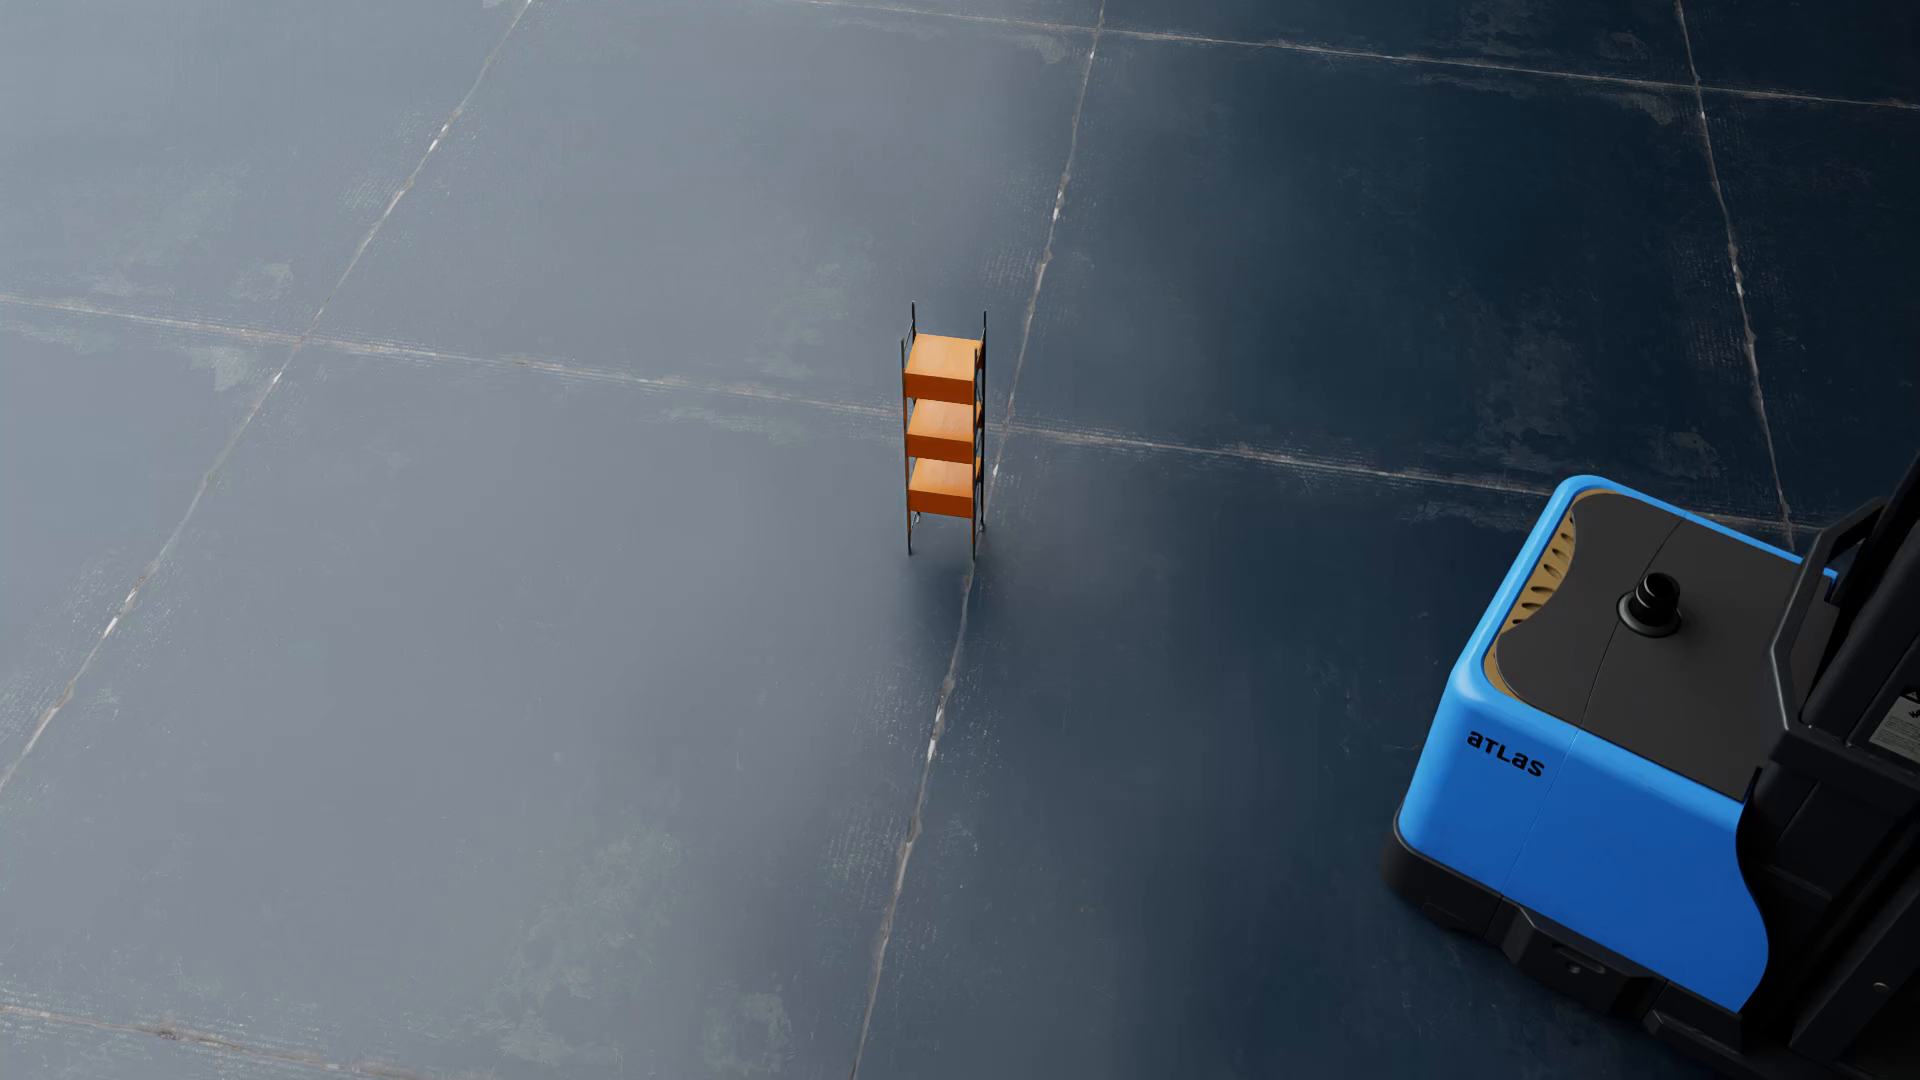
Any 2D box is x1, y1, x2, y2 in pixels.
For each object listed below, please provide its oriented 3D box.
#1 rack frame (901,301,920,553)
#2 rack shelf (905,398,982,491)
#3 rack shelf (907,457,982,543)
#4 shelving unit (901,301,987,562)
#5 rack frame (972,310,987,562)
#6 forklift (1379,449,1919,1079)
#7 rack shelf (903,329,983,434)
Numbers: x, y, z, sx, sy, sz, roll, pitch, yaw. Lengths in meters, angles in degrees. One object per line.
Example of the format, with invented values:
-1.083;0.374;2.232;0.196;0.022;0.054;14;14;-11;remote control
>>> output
-0.173;-0.374;5.880;0.008;1.050;0.200;8;49;7;rack frame
-0.053;-0.351;5.874;0.240;0.259;0.215;8;49;7;rack shelf
-0.053;-0.165;6.080;0.240;0.259;0.215;8;49;7;rack shelf
-0.053;-0.358;5.866;0.252;1.050;0.215;8;49;7;shelving unit
0.067;-0.342;5.851;0.008;1.050;0.200;8;49;7;rack frame
2.829;0.419;3.903;3.031;2.935;1.130;26;53;22;forklift
-0.053;-0.541;5.663;0.240;0.259;0.215;8;49;7;rack shelf
